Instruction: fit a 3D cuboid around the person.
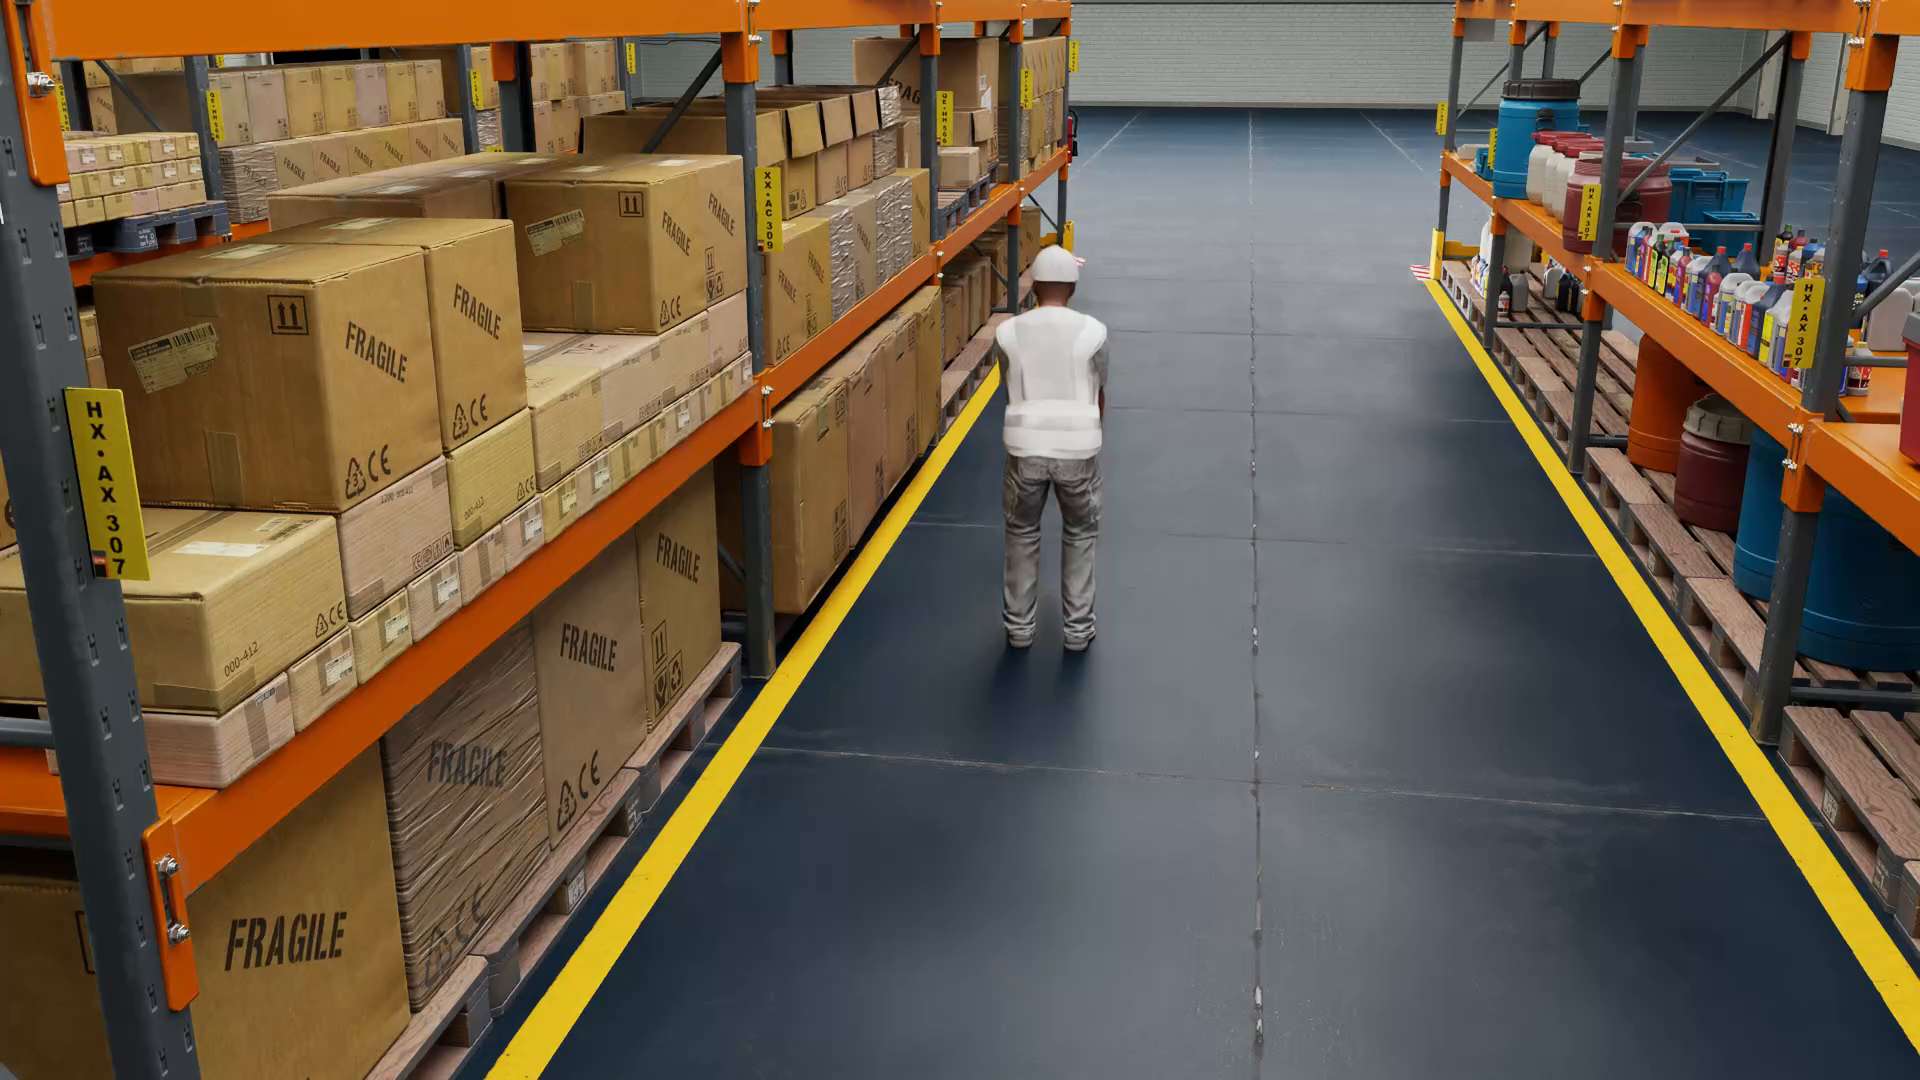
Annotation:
[{"bbox_3d":[0.402,-0.410,7.339,0.487,1.761,0.604,2,18,8],"label":"person"}]
